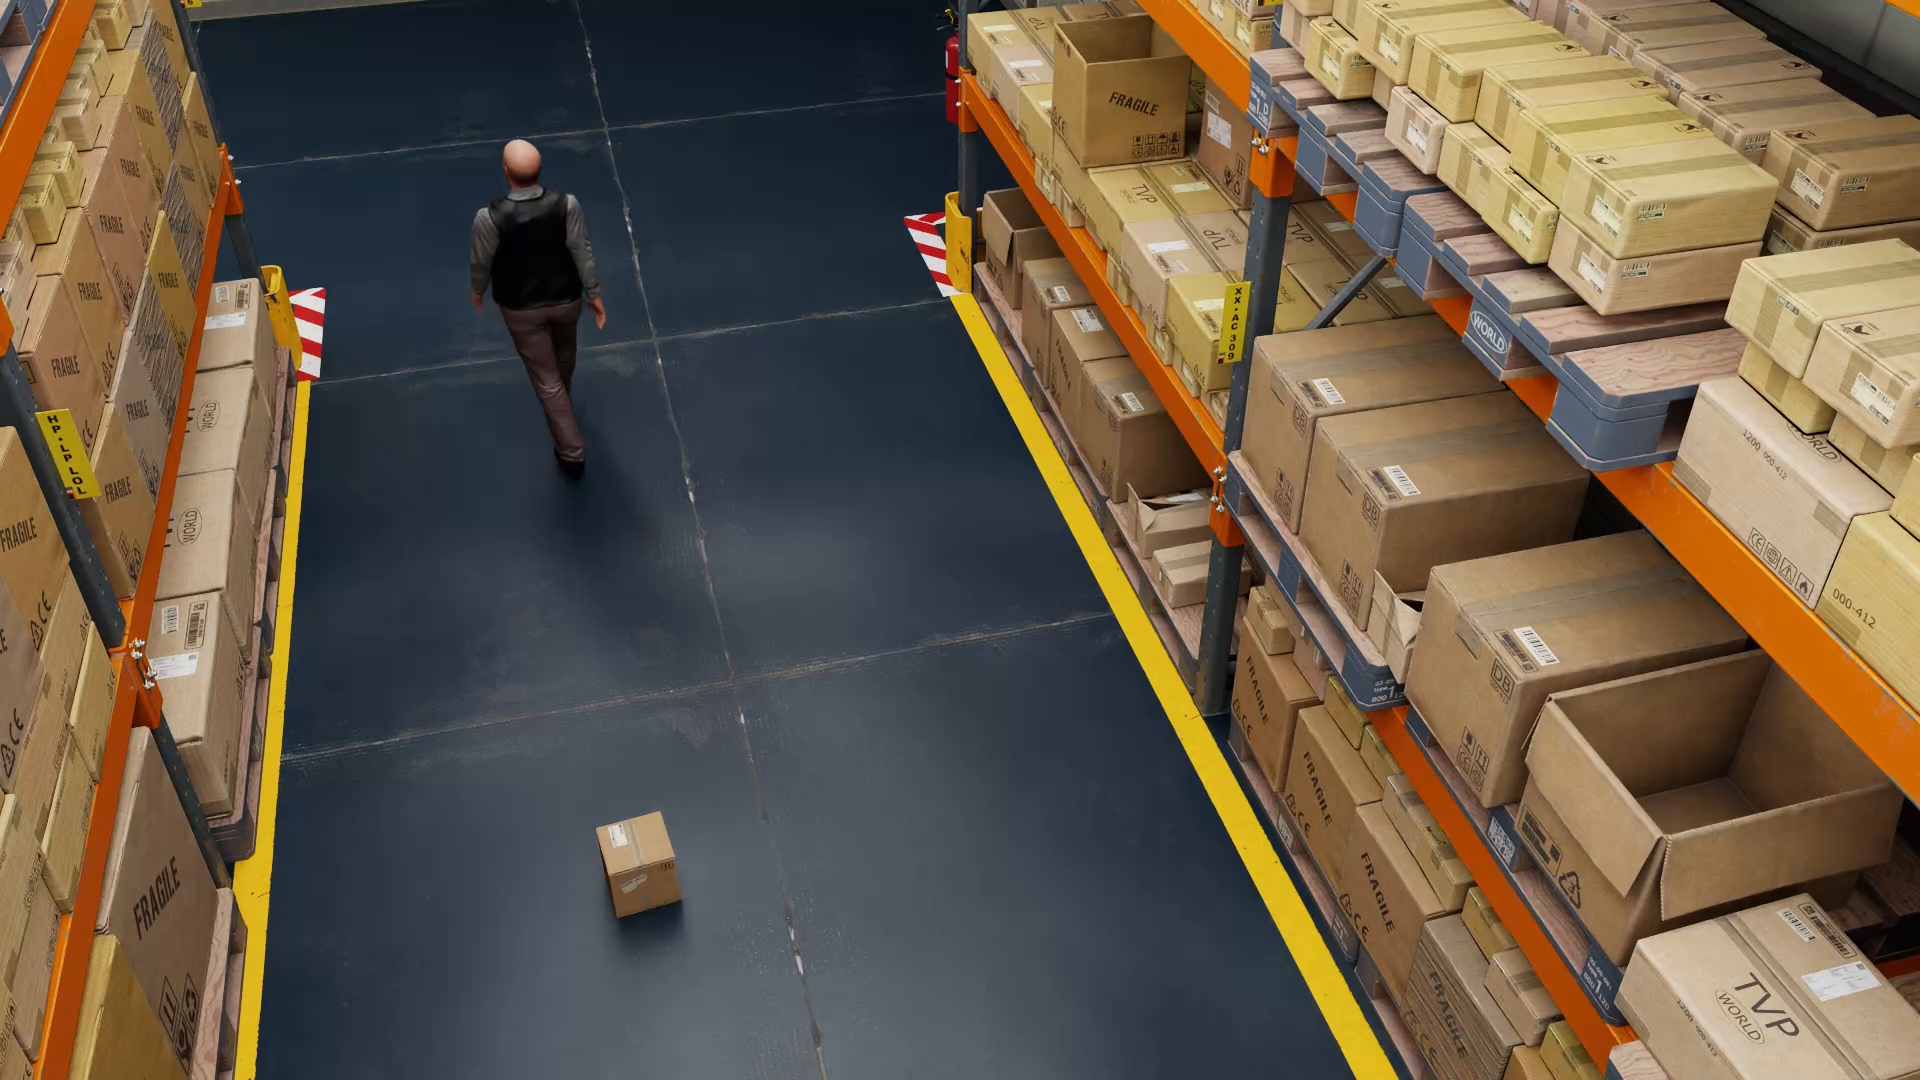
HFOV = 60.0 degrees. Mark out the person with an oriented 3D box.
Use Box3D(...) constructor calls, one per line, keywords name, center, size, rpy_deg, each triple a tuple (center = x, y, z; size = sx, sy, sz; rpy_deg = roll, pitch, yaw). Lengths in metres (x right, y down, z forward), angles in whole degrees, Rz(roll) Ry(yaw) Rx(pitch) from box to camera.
Box3D(name="person", center=(-2.144, -1.253, 8.320), size=(0.575, 1.670, 0.978), rpy_deg=(-20, 42, -23))
